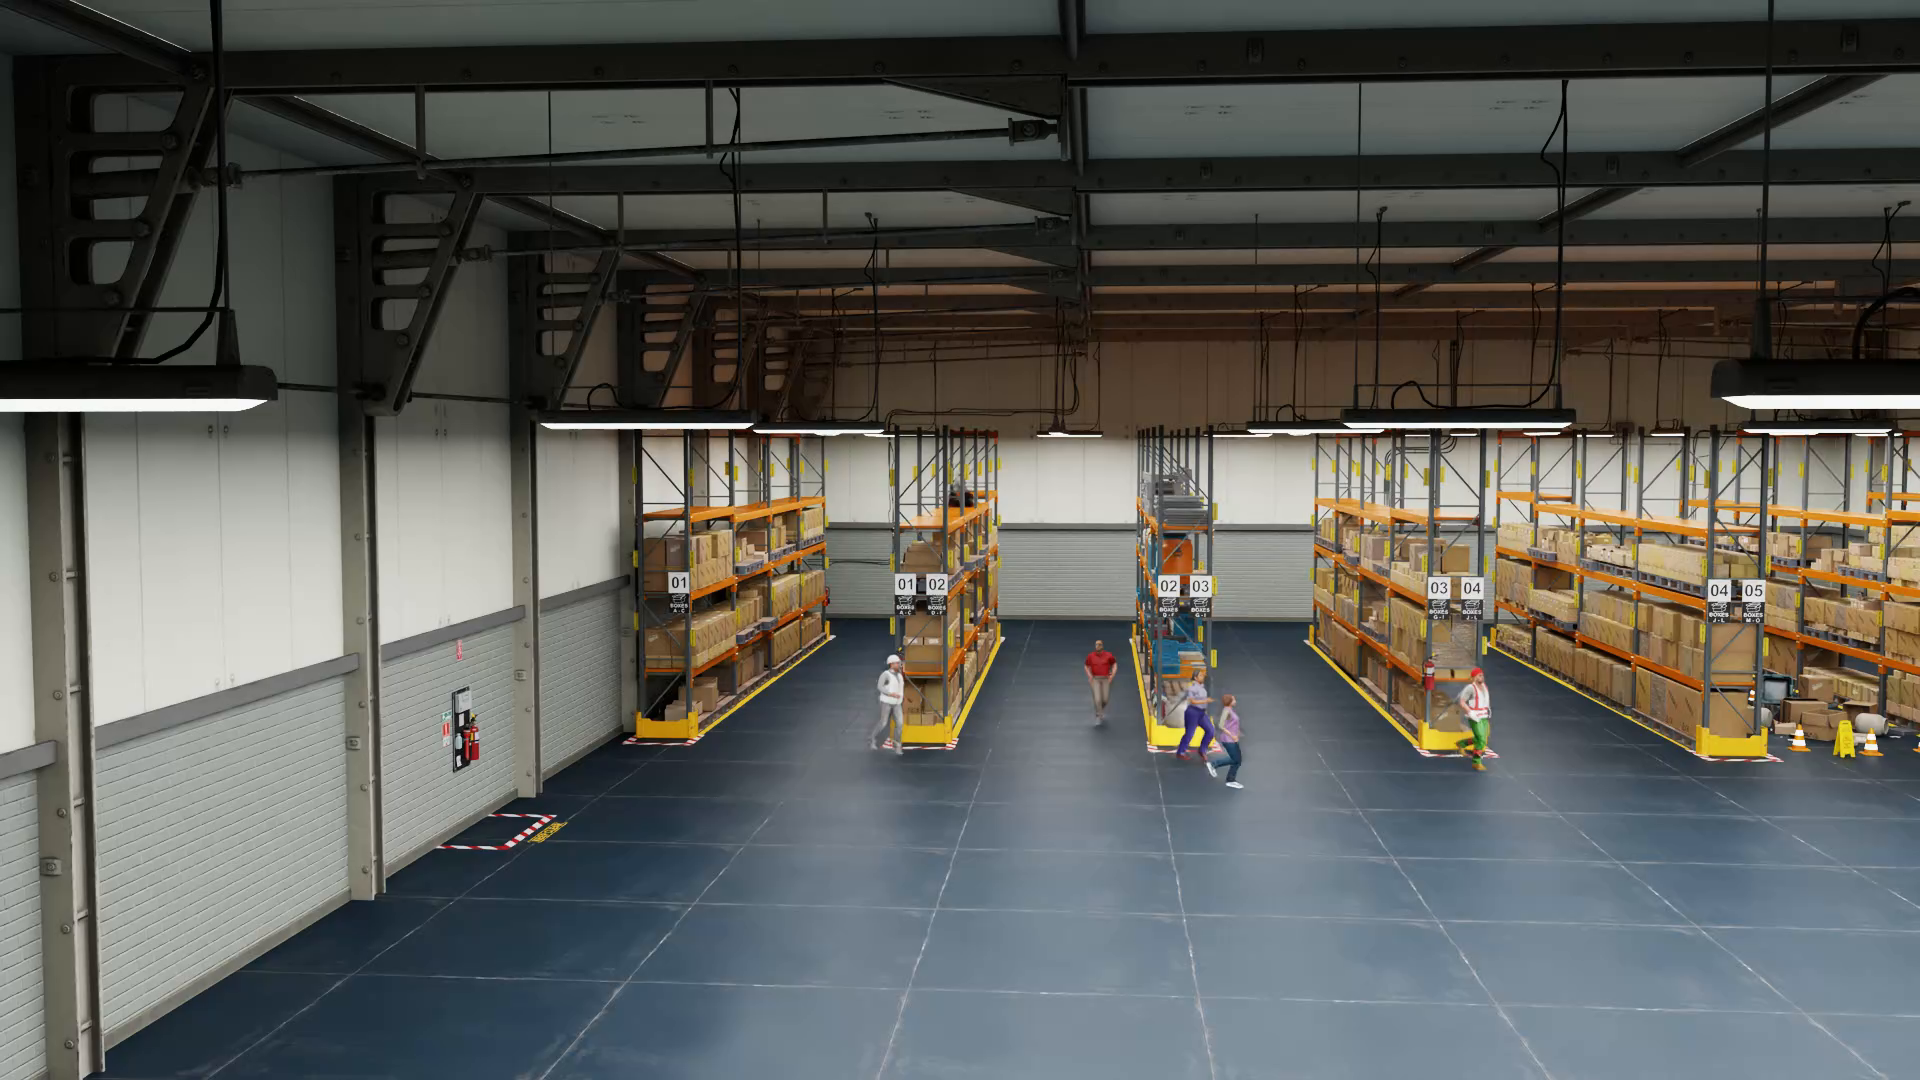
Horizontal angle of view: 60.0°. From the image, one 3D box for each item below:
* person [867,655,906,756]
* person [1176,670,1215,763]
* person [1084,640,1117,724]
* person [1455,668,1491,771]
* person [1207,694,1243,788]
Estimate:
[{"bbox_3d":[-1.232,3.006,30.471,0.800,1.800,0.713,3,5,45],"label":"person"},{"bbox_3d":[4.227,3.138,29.541,0.717,1.678,0.614,3,4,38],"label":"person"},{"bbox_3d":[2.842,2.875,33.660,0.661,1.676,0.542,0,3,7],"label":"person"},{"bbox_3d":[8.969,3.103,29.097,0.671,1.774,0.697,-2,4,-34],"label":"person"},{"bbox_3d":[4.387,3.303,27.432,0.590,1.561,0.537,1,4,21],"label":"person"}]
